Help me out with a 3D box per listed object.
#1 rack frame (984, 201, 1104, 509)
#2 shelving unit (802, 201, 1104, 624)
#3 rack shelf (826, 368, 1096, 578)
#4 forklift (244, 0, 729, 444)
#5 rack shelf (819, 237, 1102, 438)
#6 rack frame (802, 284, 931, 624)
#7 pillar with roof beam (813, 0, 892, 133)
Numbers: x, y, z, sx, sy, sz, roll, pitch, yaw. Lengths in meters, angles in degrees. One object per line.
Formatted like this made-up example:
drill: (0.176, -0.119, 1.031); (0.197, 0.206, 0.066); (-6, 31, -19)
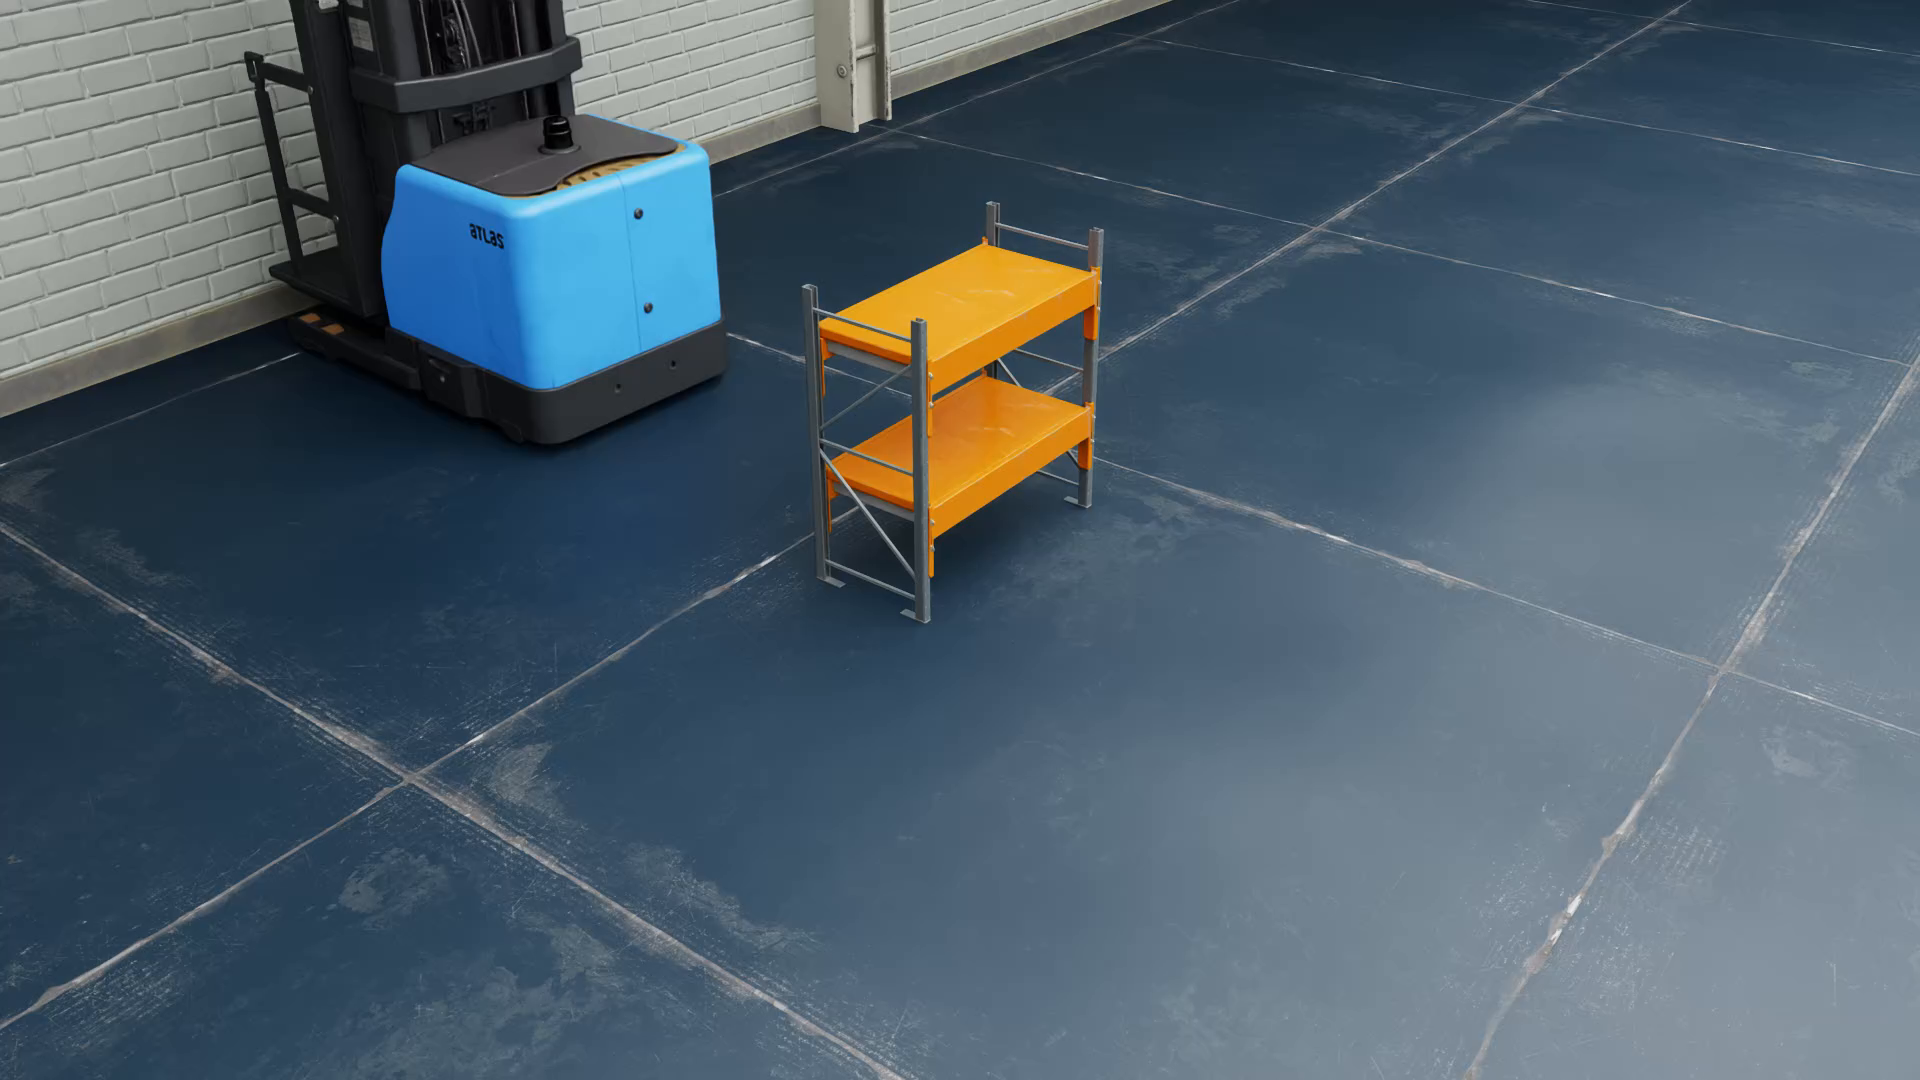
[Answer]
rack frame: (0.303, -0.688, 6.307); (0.500, 1.125, 0.032); (21, 37, 31)
shelving unit: (-0.004, -0.481, 5.959); (0.538, 1.125, 1.048); (21, 37, 31)
rack shelf: (-0.004, -0.271, 6.083); (0.538, 0.278, 1.000); (21, 37, 31)
forklift: (-2.485, -2.266, 7.199); (3.031, 2.935, 1.130); (23, 38, 34)
rack shelf: (-0.004, -0.733, 5.809); (0.538, 0.278, 1.000); (21, 37, 31)
rack frame: (-0.311, -0.275, 5.610); (0.500, 1.125, 0.032); (21, 37, 31)
pillar with roof beam: (2.747, -5.281, 6.334); (9.100, 9.000, 0.400); (21, 37, 31)
